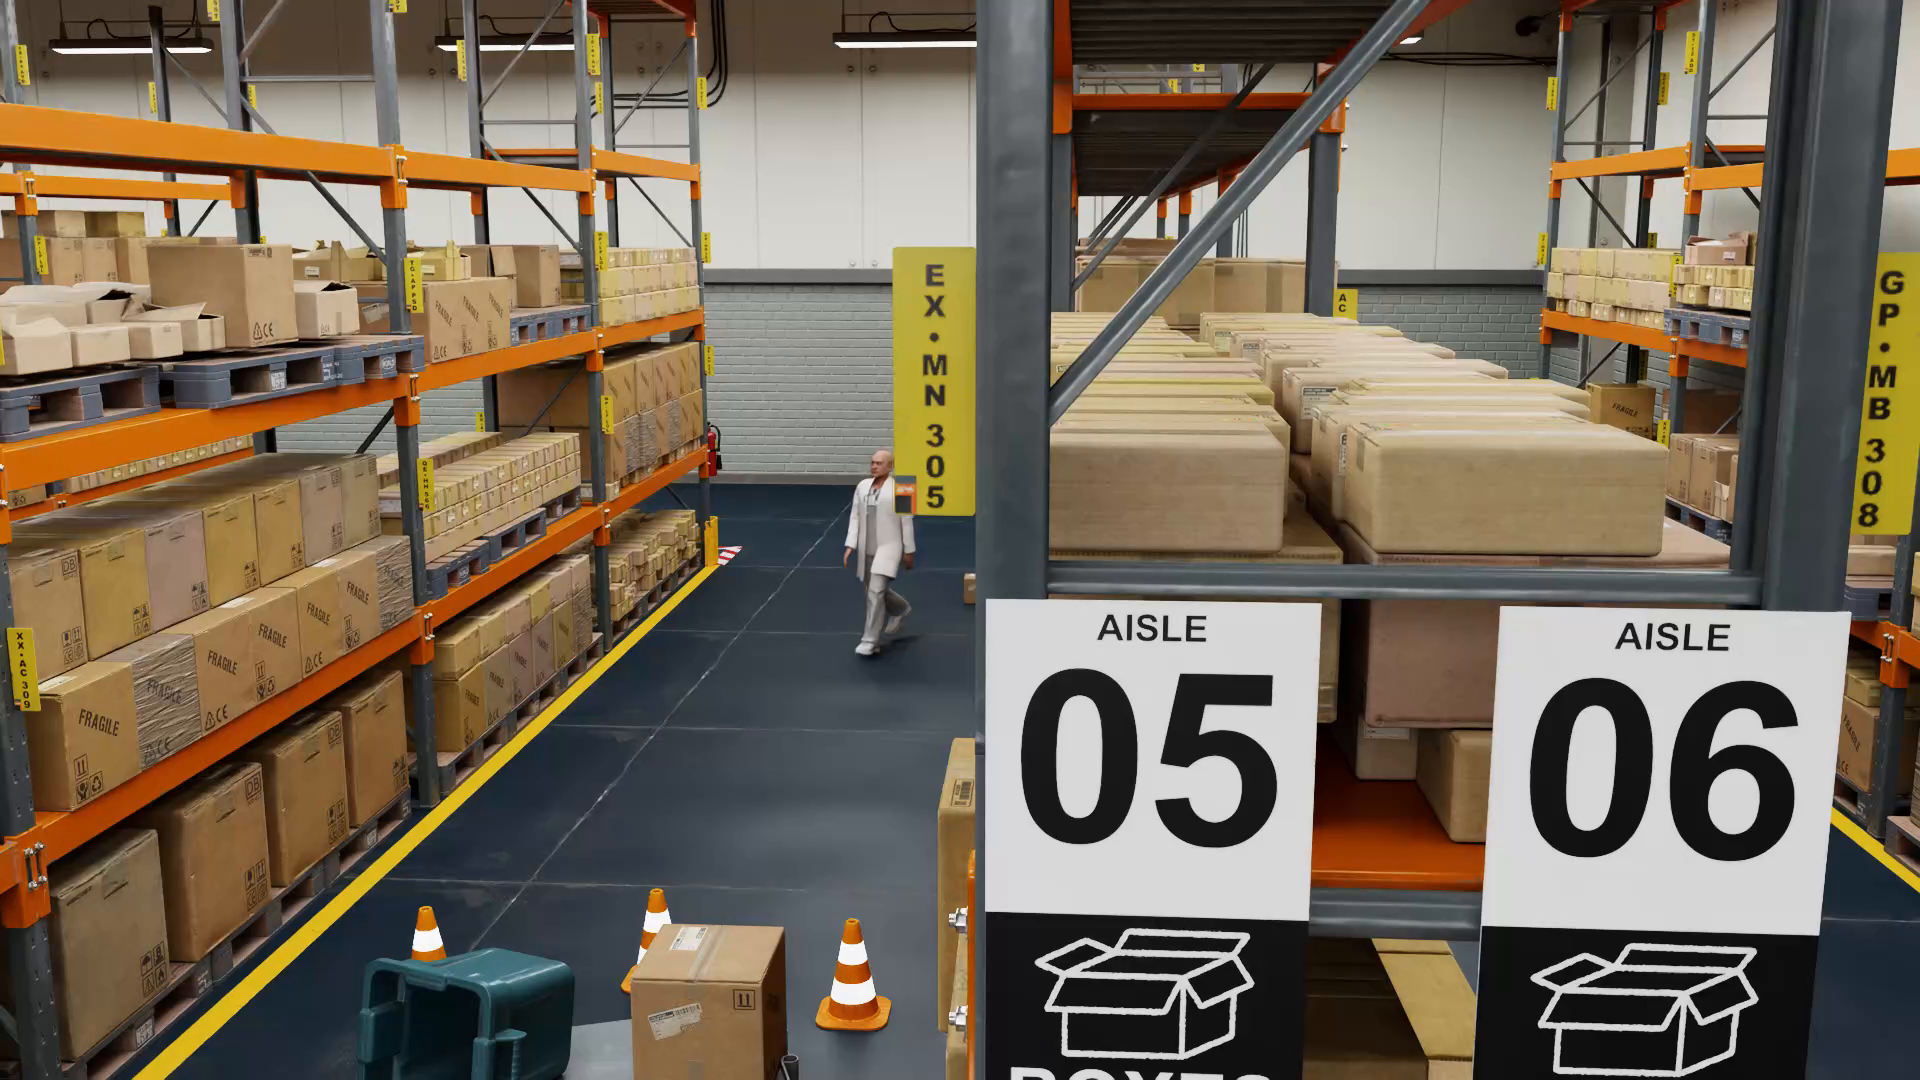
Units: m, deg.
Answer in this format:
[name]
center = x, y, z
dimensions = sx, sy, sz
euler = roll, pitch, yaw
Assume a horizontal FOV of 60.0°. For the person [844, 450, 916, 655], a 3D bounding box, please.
[person]
center = -0.682, 0.076, 14.532
dimensions = 0.593, 1.739, 1.034
euler = 6, 12, 29
